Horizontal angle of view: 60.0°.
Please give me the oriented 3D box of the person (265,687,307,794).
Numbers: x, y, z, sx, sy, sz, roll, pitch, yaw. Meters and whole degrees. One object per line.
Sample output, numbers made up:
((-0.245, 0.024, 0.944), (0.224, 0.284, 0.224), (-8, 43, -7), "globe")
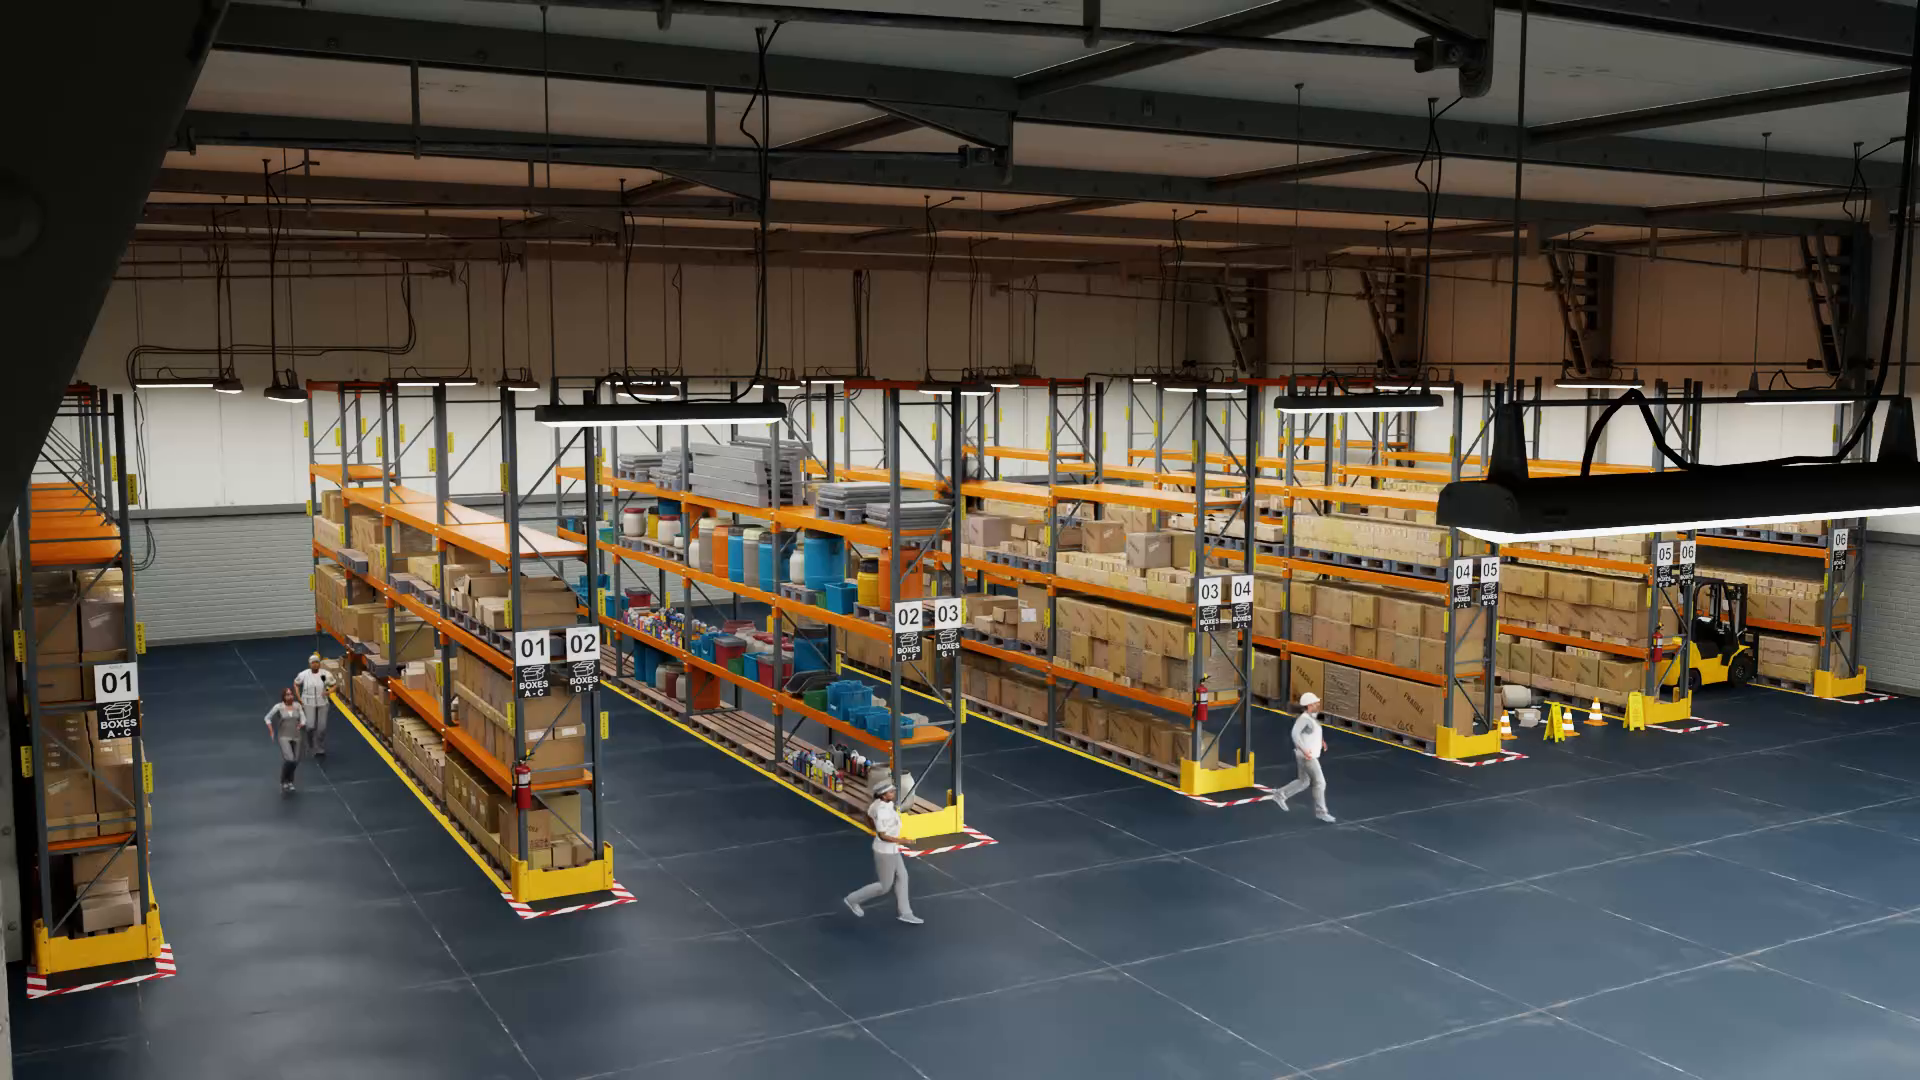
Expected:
((-9.838, 2.941, 24.389), (0.514, 1.574, 0.630), (-6, 8, -42), "person")

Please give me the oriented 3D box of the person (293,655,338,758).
((-10.340, 2.672, 26.732), (0.663, 1.664, 0.583), (-3, 7, -25), "person")

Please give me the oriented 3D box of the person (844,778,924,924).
((-0.860, 3.519, 18.736), (0.901, 1.691, 0.592), (0, 6, -1), "person")

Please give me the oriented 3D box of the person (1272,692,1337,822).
((4.807, 3.004, 23.134), (0.897, 1.790, 0.677), (1, 6, 13), "person")
